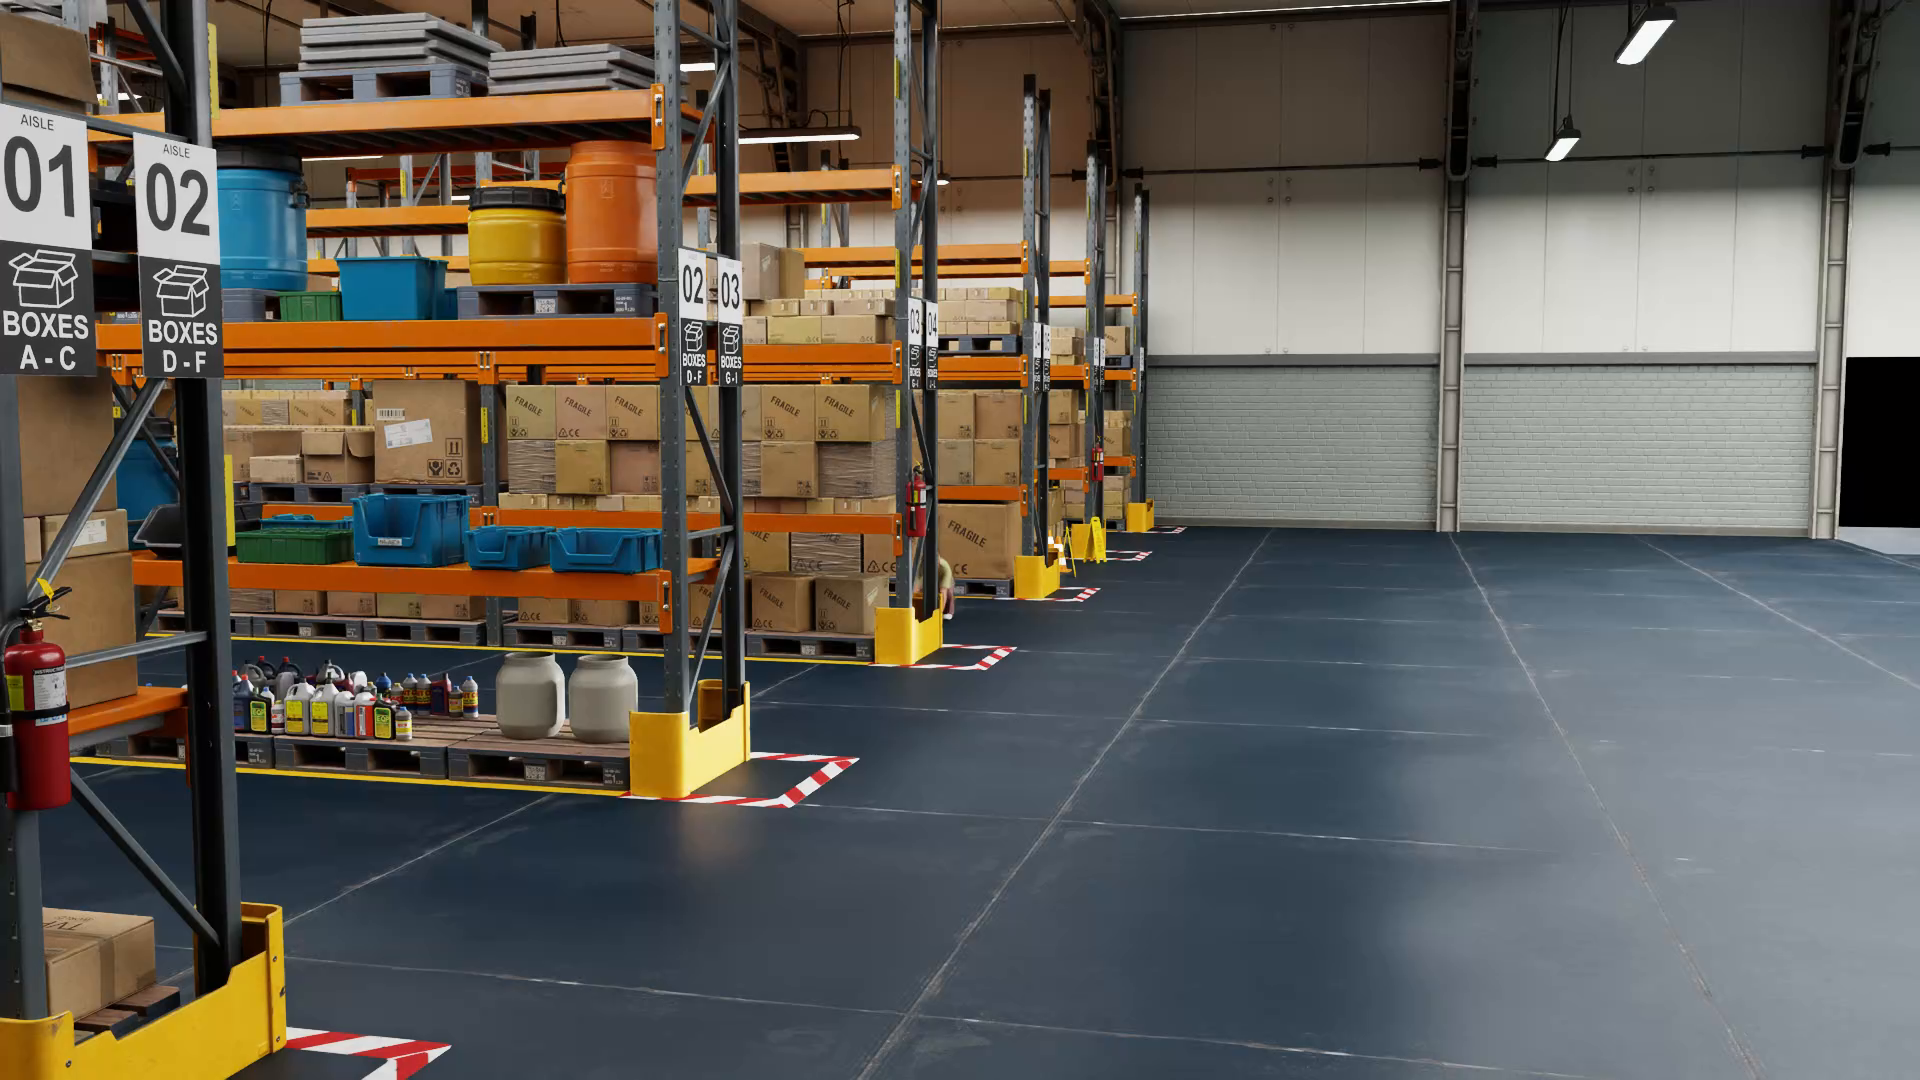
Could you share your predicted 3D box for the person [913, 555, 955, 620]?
[{"bbox_3d":[-0.279,0.517,17.439,0.468,0.817,0.835,1,5,13],"label":"person"}]
